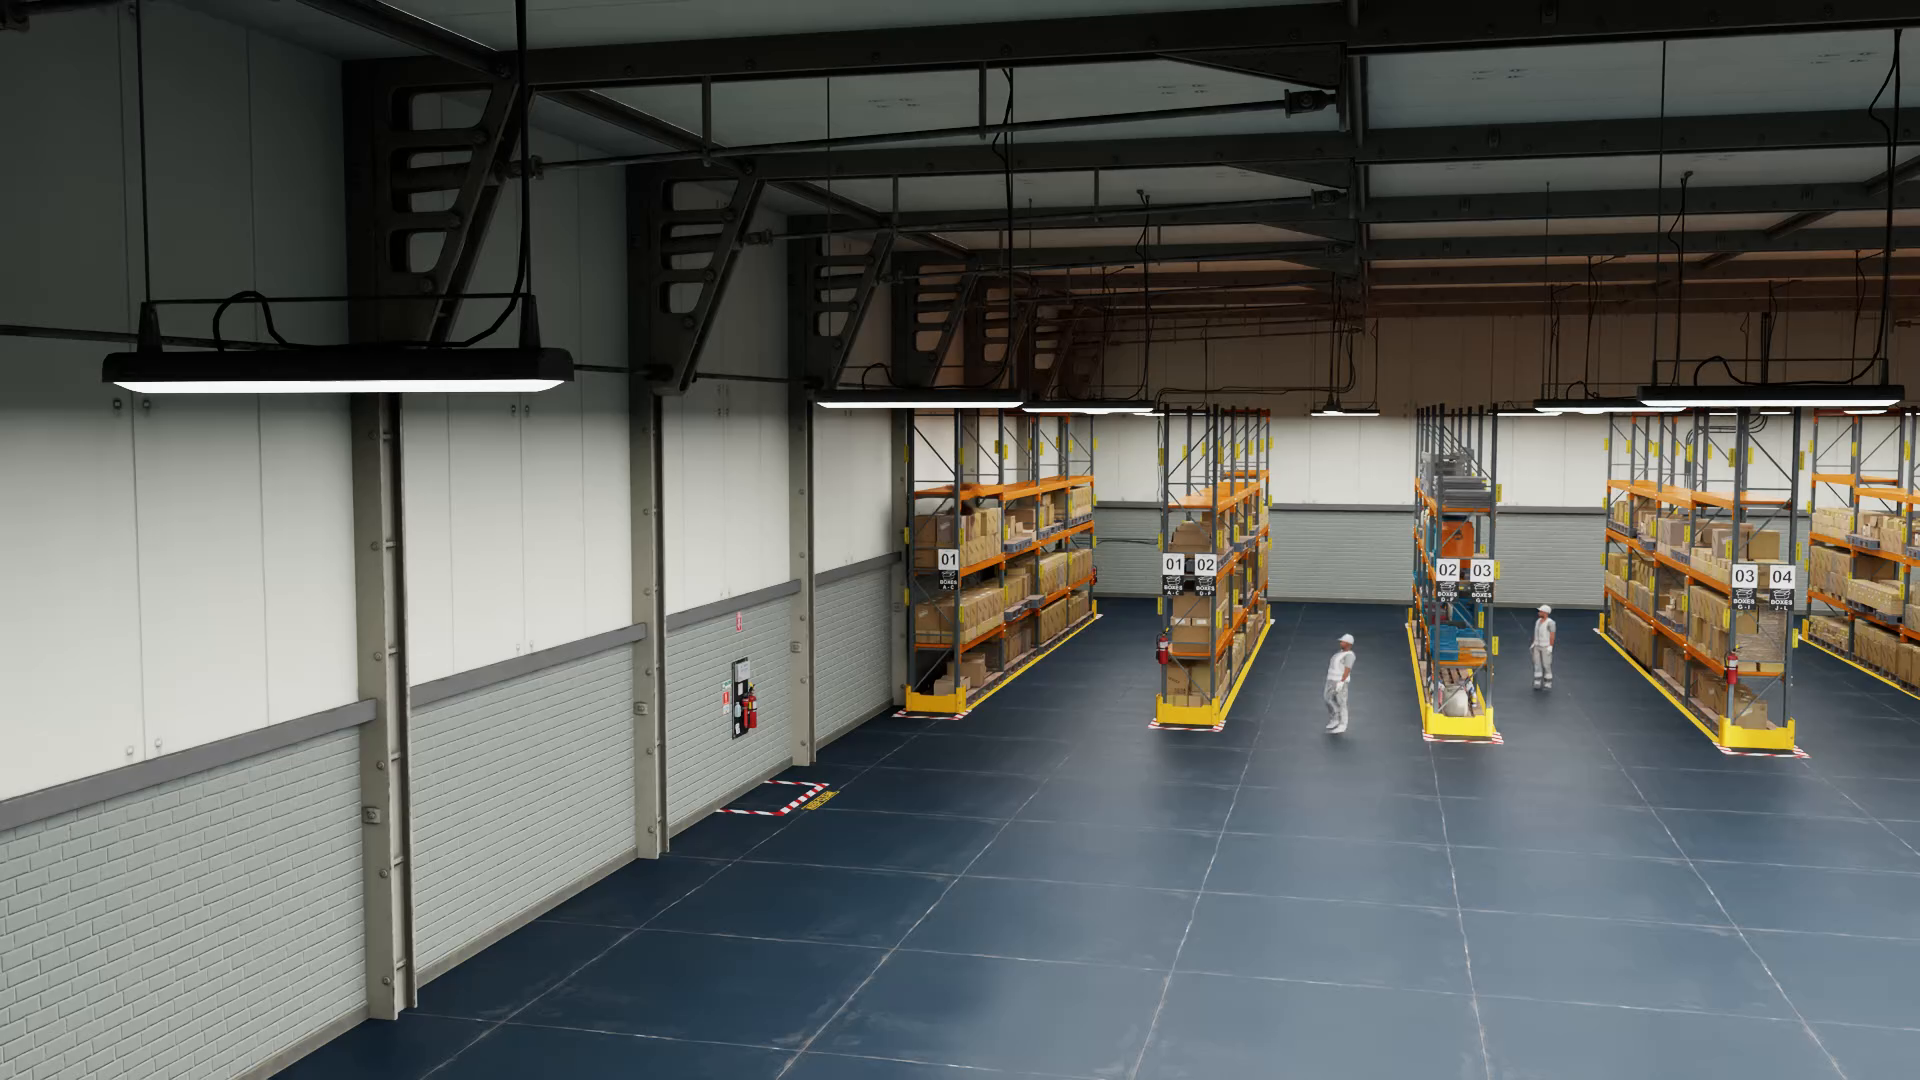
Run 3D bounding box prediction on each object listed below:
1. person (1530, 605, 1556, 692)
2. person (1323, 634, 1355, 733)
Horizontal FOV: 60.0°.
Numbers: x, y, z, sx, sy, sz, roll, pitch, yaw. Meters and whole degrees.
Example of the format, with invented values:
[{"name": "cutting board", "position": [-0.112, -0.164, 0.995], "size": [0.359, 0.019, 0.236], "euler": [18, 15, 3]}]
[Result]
[{"name": "person", "position": [12.311, 2.284, 35.154], "size": [0.406, 1.820, 0.592], "euler": [-3, 5, -37]}, {"name": "person", "position": [6.932, 2.615, 30.474], "size": [0.584, 1.777, 0.638], "euler": [-3, 5, -32]}]
